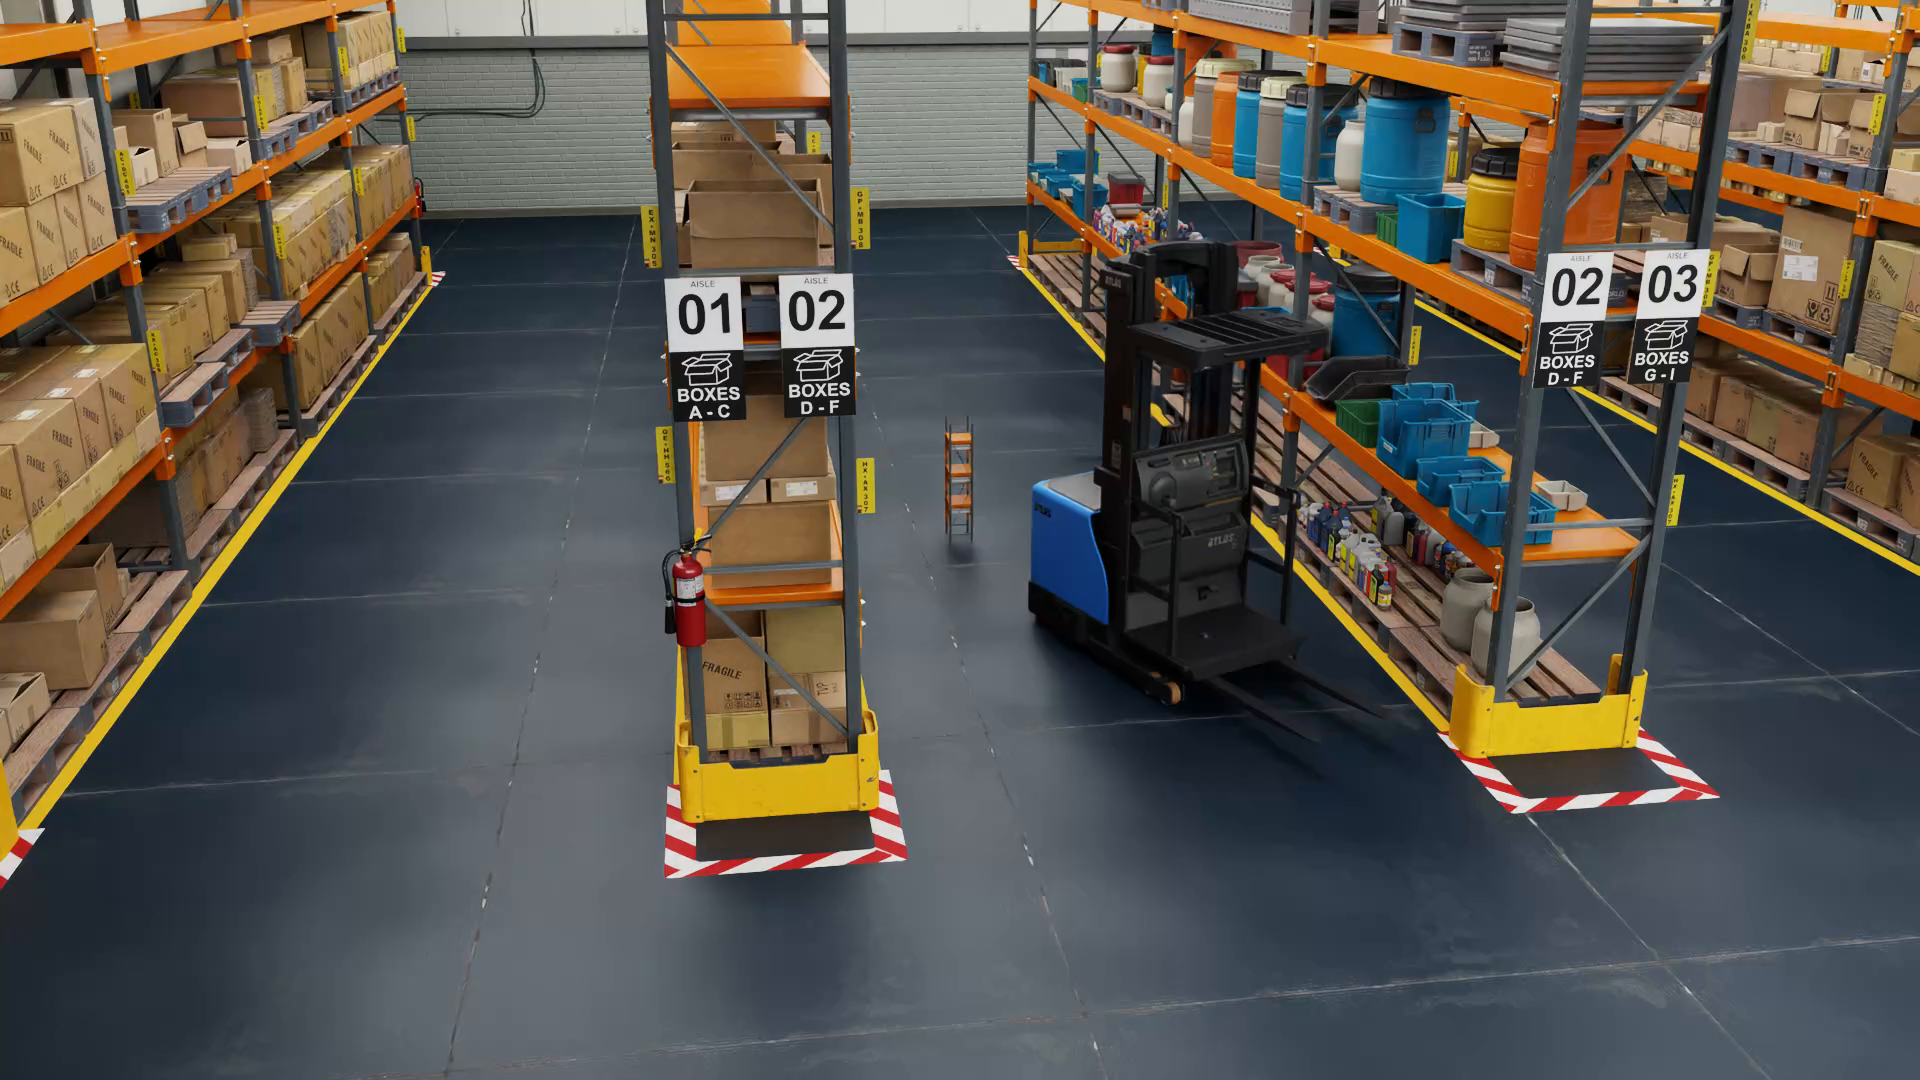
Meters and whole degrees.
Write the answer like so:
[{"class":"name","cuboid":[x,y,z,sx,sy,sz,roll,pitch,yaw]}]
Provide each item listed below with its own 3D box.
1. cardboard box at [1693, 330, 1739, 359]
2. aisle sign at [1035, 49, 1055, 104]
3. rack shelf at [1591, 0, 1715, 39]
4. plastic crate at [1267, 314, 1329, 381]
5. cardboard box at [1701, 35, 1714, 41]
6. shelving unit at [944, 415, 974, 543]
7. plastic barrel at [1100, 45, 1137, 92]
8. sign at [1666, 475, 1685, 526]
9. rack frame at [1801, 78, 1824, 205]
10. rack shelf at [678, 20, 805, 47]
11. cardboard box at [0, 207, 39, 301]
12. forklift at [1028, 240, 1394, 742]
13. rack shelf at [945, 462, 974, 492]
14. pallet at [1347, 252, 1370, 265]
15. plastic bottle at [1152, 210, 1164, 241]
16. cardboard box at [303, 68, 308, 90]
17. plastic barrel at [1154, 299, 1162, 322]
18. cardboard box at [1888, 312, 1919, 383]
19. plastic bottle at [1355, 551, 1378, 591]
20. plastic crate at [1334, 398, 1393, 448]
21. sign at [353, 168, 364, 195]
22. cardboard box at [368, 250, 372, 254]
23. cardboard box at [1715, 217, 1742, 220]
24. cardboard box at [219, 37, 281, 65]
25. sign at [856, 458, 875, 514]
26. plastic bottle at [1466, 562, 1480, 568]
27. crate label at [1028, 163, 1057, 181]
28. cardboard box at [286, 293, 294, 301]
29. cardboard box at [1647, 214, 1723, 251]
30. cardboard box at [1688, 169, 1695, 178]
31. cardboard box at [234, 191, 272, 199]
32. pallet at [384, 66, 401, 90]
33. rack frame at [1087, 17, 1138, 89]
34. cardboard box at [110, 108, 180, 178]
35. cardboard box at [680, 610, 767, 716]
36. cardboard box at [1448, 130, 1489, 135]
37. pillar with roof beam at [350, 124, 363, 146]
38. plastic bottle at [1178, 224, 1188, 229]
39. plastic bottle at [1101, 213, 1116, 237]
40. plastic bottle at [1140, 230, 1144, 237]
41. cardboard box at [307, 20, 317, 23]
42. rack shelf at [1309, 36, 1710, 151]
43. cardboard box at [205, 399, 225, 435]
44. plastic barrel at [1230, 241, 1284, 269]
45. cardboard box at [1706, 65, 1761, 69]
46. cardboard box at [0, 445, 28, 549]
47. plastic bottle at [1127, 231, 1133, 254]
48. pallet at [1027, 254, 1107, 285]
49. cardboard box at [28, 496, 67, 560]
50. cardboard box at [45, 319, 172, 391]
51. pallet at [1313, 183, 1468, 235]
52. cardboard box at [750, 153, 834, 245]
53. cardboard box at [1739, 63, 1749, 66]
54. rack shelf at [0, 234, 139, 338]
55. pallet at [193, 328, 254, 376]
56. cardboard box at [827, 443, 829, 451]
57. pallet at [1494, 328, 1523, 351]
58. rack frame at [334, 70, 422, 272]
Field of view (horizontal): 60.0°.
[{"class":"cardboard box","cuboid":[7.781,-2.078,17.366,0.500,0.250,0.500,-1,20,-2]},{"class":"aisle sign","cuboid":[1.209,-6.854,24.563,0.394,0.787,0.004,-3,21,-8]},{"class":"rack shelf","cuboid":[7.280,-6.084,19.244,1.077,0.370,4.000,-3,21,-8]},{"class":"plastic crate","cuboid":[2.871,-1.653,14.264,0.402,0.464,0.583,-3,21,-8]},{"class":"cardboard box","cuboid":[11.179,-7.452,24.524,0.380,0.149,0.250,-3,21,-7]},{"class":"shelving unit","cuboid":[-0.008,-0.510,14.082,0.215,1.050,0.252,-3,21,-8]},{"class":"plastic barrel","cuboid":[1.918,-5.712,20.140,0.433,0.535,0.433,0,20,0]},{"class":"sign","cuboid":[4.365,-0.242,10.181,0.100,0.325,0.005,-3,21,-8]},{"class":"rack frame","cuboid":[11.914,-4.706,22.528,1.000,3.000,0.127,-3,21,-8]},{"class":"rack shelf","cuboid":[-1.947,-4.201,14.202,1.077,0.370,4.000,-3,21,-8]},{"class":"cardboard box","cuboid":[-6.004,-1.728,10.097,0.500,0.500,0.500,-2,21,-4]},{"class":"forklift","cuboid":[1.701,-0.436,11.195,1.130,2.935,3.031,-12,23,-29]},{"class":"rack shelf","cuboid":[-0.008,-0.500,14.086,0.215,0.259,0.240,-3,21,-8]},{"class":"pallet","cuboid":[6.607,-4.296,25.418,1.003,0.211,1.213,-3,21,-8]},{"class":"plastic bottle","cuboid":[2.430,-3.845,20.293,0.144,0.351,0.185,-3,21,-8]},{"class":"cardboard box","cuboid":[-8.044,-5.545,19.959,0.500,0.250,0.500,-3,21,-7]},{"class":"plastic barrel","cuboid":[2.416,-2.482,19.422,0.600,0.588,0.708,-3,21,-8]},{"class":"cardboard box","cuboid":[8.185,-1.573,13.573,0.875,0.500,0.500,-3,21,-8]},{"class":"plastic bottle","cuboid":[3.092,0.233,12.568,0.152,0.276,0.135,-3,21,-9]},{"class":"plastic crate","cuboid":[3.160,-0.887,12.608,0.450,0.188,0.662,-3,21,-8]},{"class":"sign","cuboid":[-7.178,-4.277,19.839,0.100,0.325,0.005,-3,21,-8]},{"class":"cardboard box","cuboid":[-8.159,-3.901,22.420,0.380,0.149,0.250,-3,21,-7]},{"class":"cardboard box","cuboid":[11.807,-4.887,25.638,0.380,0.149,0.250,-3,21,-9]},{"class":"cardboard box","cuboid":[-7.622,-5.249,17.852,0.500,0.250,0.500,-4,21,-9]},{"class":"sign","cuboid":[-0.532,-0.306,9.398,0.100,0.325,0.005,-3,21,-8]},{"class":"plastic bottle","cuboid":[3.852,0.258,12.493,0.061,0.283,0.133,-3,21,-7]},{"class":"crate label","cuboid":[1.223,-5.473,24.737,0.416,0.233,0.303,-3,21,-8]},{"class":"cardboard box","cuboid":[-6.983,-2.461,16.849,0.380,0.149,0.250,-3,21,-7]},{"class":"cardboard box","cuboid":[7.685,-3.164,17.658,0.500,0.500,0.500,-6,21,-14]},{"class":"cardboard box","cuboid":[11.296,-5.580,25.227,0.380,0.149,0.250,-2,21,-5]},{"class":"cardboard box","cuboid":[-7.675,-3.581,17.847,0.500,0.250,0.500,-3,21,-9]},{"class":"pallet","cuboid":[-8.173,-6.233,22.458,1.003,0.211,1.213,-3,21,-8]},{"class":"rack frame","cuboid":[2.090,-7.051,20.234,1.000,3.000,0.127,-3,21,-8]},{"class":"cardboard box","cuboid":[-6.738,-3.240,13.575,0.500,0.500,0.500,-4,21,-10]},{"class":"cardboard box","cuboid":[-1.454,0.732,10.227,0.500,0.500,0.500,-3,21,-8]},{"class":"cardboard box","cuboid":[7.032,-5.441,23.213,0.500,0.500,0.500,-4,21,-9]},{"class":"pillar with roof beam","cuboid":[-5.275,-9.045,25.571,9.100,9.000,0.400,-3,21,-8]},{"class":"plastic bottle","cuboid":[2.645,-3.635,19.838,0.152,0.276,0.135,-3,21,-8]},{"class":"plastic bottle","cuboid":[1.832,-3.877,20.485,0.152,0.276,0.135,-3,21,-8]},{"class":"plastic bottle","cuboid":[2.107,-3.498,19.480,0.097,0.271,0.097,0,20,0]},{"class":"cardboard box","cuboid":[-8.120,-6.080,20.319,0.500,0.500,0.500,-4,21,-10]},{"class":"rack shelf","cuboid":[3.531,-3.065,11.160,1.077,0.370,4.000,-3,21,-8]},{"class":"cardboard box","cuboid":[-6.882,-1.118,14.793,0.500,0.250,0.500,-3,21,-8]},{"class":"plastic barrel","cuboid":[3.033,-2.774,17.162,0.600,0.536,0.708,-3,21,-8]},{"class":"cardboard box","cuboid":[7.884,-4.639,17.206,0.500,0.500,0.500,-2,21,-6]},{"class":"cardboard box","cuboid":[-5.817,-0.229,9.656,0.500,0.500,0.500,-3,21,-8]},{"class":"plastic bottle","cuboid":[1.975,-3.426,19.268,0.061,0.283,0.133,-3,21,-8]},{"class":"pallet","cuboid":[1.594,-4.032,24.710,1.003,0.211,1.213,-3,21,-8]},{"class":"cardboard box","cuboid":[-5.896,-0.066,10.292,0.500,0.250,0.500,-3,21,-9]},{"class":"cardboard box","cuboid":[-6.600,-1.402,12.912,0.700,0.500,0.500,-3,21,-8]},{"class":"pallet","cuboid":[3.444,-2.543,12.720,1.213,0.211,1.003,-3,21,-8]},{"class":"cardboard box","cuboid":[-1.051,-2.141,10.430,0.500,0.500,0.500,-3,21,-8]},{"class":"cardboard box","cuboid":[11.371,-6.718,23.843,0.500,0.250,0.500,-3,21,-8]},{"class":"rack shelf","cuboid":[-6.272,-1.347,10.277,1.077,0.370,4.000,-3,21,-8]},{"class":"pallet","cuboid":[-6.811,-1.583,14.442,1.003,0.211,1.213,-3,21,-8]},{"class":"cardboard box","cuboid":[-1.001,-0.513,10.232,0.380,0.149,0.250,-3,21,-8]},{"class":"pallet","cuboid":[7.356,-2.498,20.602,1.003,0.211,1.213,-3,21,-8]},{"class":"rack frame","cuboid":[-8.290,-5.126,23.654,1.000,3.000,0.127,-3,21,-8]}]
